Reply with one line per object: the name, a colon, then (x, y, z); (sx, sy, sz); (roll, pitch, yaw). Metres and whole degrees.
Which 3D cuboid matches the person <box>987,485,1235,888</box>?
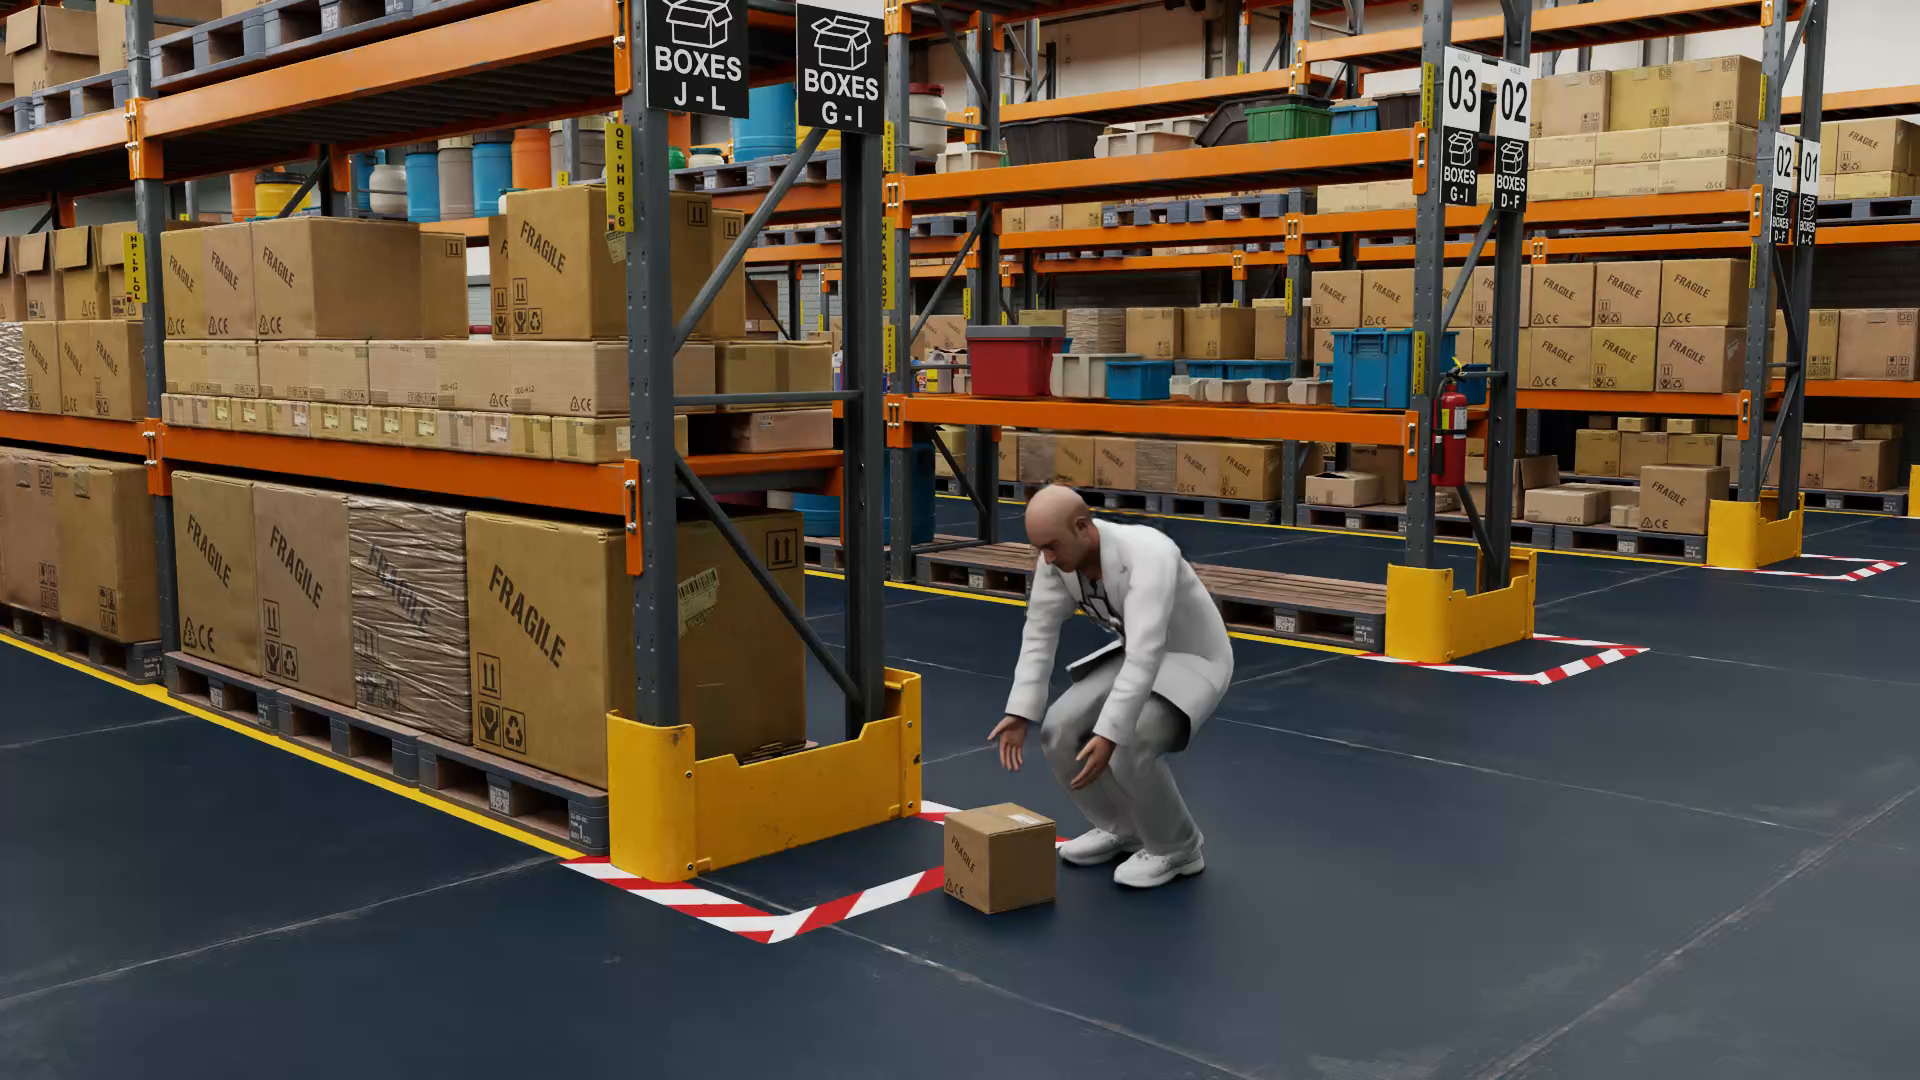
person: (0.527, 0.444, 5.266); (0.793, 1.271, 0.632); (-4, 8, -32)
